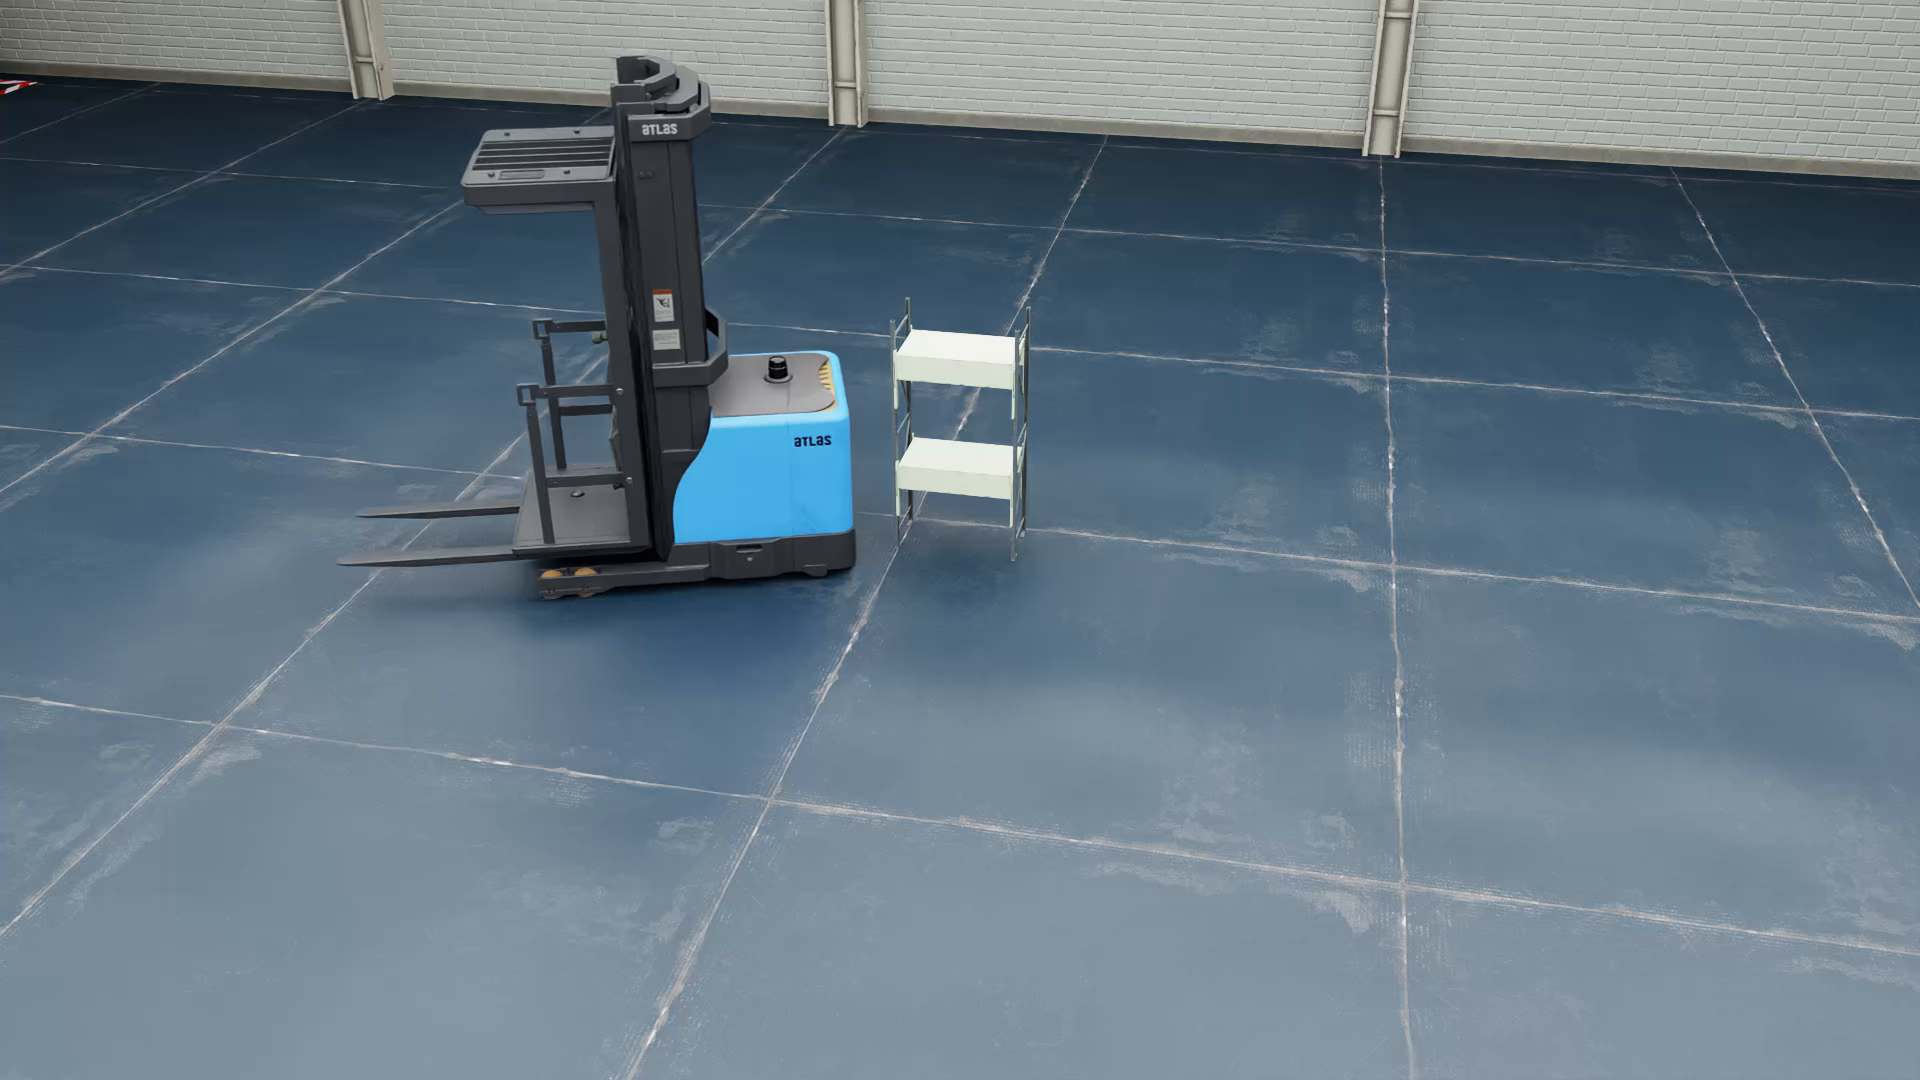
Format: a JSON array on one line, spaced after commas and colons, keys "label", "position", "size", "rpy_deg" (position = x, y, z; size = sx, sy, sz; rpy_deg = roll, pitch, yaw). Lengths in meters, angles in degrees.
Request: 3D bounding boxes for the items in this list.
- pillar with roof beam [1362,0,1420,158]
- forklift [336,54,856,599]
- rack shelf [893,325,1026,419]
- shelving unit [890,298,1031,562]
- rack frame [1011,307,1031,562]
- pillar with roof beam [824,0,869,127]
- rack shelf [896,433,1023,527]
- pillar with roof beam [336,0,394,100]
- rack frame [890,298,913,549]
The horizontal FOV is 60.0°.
[{"label": "pillar with roof beam", "position": [3.685, -6.143, 12.262], "size": [0.400, 9.000, 9.100], "rpy_deg": [6, 29, 11]}, {"label": "forklift", "position": [-2.184, -1.208, 9.566], "size": [3.031, 2.935, 1.130], "rpy_deg": [-4, 29, -7]}, {"label": "rack shelf", "position": [0.007, -1.000, 9.863], "size": [0.720, 0.370, 0.431], "rpy_deg": [6, 29, 11]}, {"label": "shelving unit", "position": [0.007, -0.657, 10.051], "size": [0.755, 1.500, 0.431], "rpy_deg": [6, 29, 11]}, {"label": "rack frame", "position": [0.364, -0.620, 9.984], "size": [0.023, 1.500, 0.400], "rpy_deg": [6, 29, 11]}, {"label": "pillar with roof beam", "position": [-2.183, -6.744, 13.361], "size": [0.400, 9.000, 9.100], "rpy_deg": [6, 29, 11]}, {"label": "rack shelf", "position": [0.007, -0.371, 10.207], "size": [0.720, 0.370, 0.431], "rpy_deg": [6, 29, 11]}, {"label": "pillar with roof beam", "position": [-8.050, -7.346, 14.460], "size": [0.400, 9.000, 9.100], "rpy_deg": [6, 29, 11]}, {"label": "rack frame", "position": [-0.351, -0.694, 10.118], "size": [0.023, 1.500, 0.400], "rpy_deg": [6, 29, 11]}]
